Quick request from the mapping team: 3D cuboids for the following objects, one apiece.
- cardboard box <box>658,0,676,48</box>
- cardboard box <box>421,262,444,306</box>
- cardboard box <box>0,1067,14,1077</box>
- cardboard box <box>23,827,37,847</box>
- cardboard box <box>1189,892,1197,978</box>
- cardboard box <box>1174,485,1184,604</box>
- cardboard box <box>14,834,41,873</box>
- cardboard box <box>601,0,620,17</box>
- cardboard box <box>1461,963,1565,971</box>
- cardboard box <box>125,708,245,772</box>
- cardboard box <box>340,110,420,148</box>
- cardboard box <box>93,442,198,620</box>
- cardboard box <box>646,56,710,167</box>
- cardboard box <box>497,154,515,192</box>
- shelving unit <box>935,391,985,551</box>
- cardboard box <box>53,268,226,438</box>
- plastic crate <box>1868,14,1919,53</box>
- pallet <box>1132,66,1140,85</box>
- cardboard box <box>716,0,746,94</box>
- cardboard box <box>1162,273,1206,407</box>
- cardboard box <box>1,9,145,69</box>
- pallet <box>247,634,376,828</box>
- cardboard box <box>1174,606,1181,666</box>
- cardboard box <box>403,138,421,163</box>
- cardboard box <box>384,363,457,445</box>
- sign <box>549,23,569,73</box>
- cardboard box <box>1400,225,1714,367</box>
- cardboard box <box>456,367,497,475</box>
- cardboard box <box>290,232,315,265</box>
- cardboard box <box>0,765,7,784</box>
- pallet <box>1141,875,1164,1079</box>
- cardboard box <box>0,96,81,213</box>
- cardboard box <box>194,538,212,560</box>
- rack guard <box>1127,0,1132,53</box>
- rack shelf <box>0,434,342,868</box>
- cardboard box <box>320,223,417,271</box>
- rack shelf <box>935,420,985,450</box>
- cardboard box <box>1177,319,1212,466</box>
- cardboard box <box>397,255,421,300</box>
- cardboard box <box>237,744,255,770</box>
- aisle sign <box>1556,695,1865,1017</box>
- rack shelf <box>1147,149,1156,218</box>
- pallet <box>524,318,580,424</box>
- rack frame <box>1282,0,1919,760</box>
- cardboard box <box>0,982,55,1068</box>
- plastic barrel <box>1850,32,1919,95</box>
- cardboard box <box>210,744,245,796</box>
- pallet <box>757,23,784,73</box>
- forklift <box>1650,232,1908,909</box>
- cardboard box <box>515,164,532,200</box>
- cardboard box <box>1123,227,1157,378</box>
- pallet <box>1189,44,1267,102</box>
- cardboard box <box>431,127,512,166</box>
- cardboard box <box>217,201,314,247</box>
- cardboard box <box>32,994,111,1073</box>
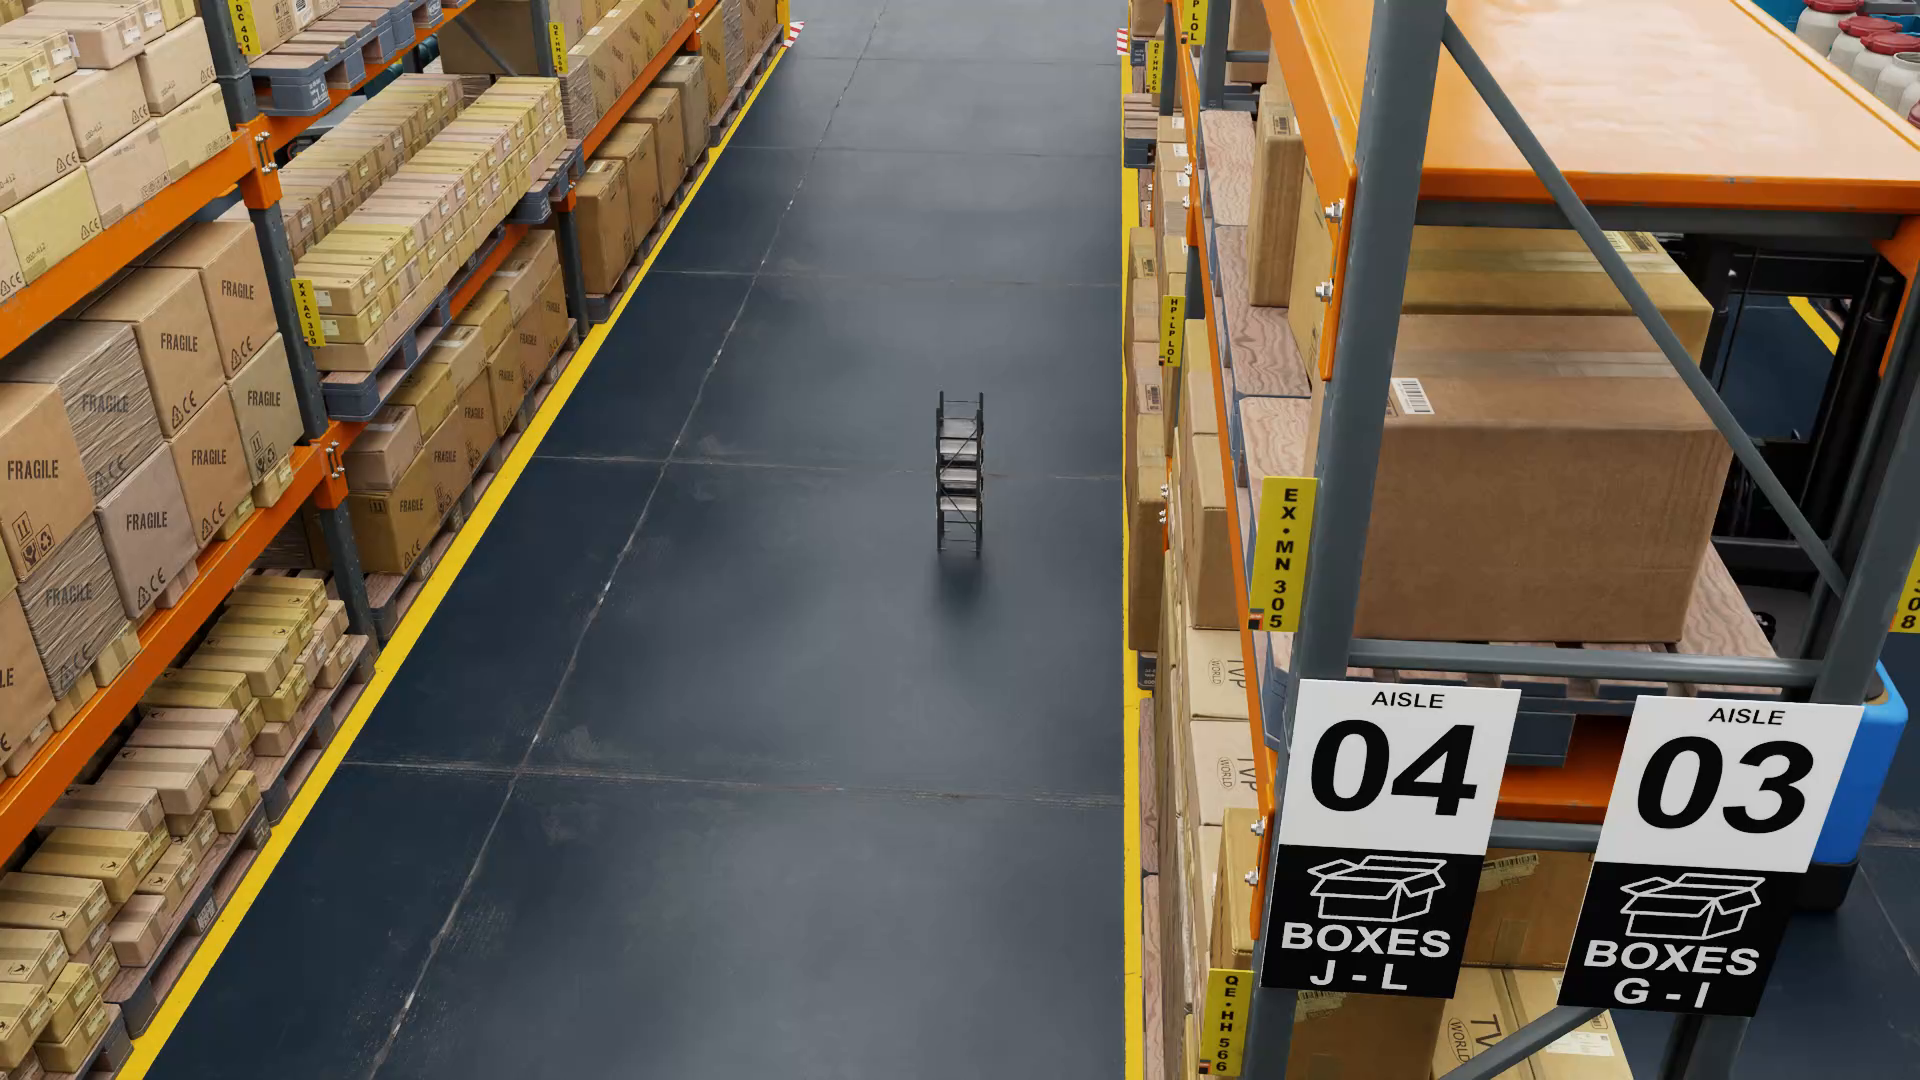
[{"bbox_3d":[-2.654,-4.353,13.640,0.500,0.500,0.500,2,32,3],"label":"cardboard box"},{"bbox_3d":[-2.935,-1.341,8.687,0.380,0.149,0.250,3,32,4],"label":"cardboard box"},{"bbox_3d":[-3.505,1.788,5.803,0.380,0.149,0.250,3,32,5],"label":"cardboard box"},{"bbox_3d":[-3.875,1.093,6.648,0.380,0.149,0.250,3,32,4],"label":"cardboard box"},{"bbox_3d":[0.885,1.189,4.982,0.380,0.149,0.250,3,32,5],"label":"cardboard box"},{"bbox_3d":[1.102,0.020,6.498,0.500,0.250,0.500,2,32,4],"label":"cardboard box"},{"bbox_3d":[-3.951,1.214,6.735,0.380,0.149,0.250,3,32,4],"label":"cardboard box"},{"bbox_3d":[-2.995,-4.270,12.552,0.700,0.500,0.500,2,32,3],"label":"cardboard box"},{"bbox_3d":[1.466,1.106,4.736,0.500,0.250,0.500,2,32,3],"label":"cardboard box"},{"bbox_3d":[-3.281,0.846,7.048,0.380,0.149,0.250,1,32,2],"label":"cardboard box"},{"bbox_3d":[-3.459,-2.452,9.923,0.380,0.149,0.250,1,32,2],"label":"cardboard box"},{"bbox_3d":[-3.331,-0.049,6.372,0.500,0.500,0.500,2,32,4],"label":"cardboard box"},{"bbox_3d":[-2.798,-3.752,14.503,1.050,0.750,0.750,2,32,4],"label":"cardboard box"},{"bbox_3d":[-2.831,-2.150,9.716,0.380,0.149,0.250,2,32,4],"label":"cardboard box"},{"bbox_3d":[-0.001,-0.379,9.287,0.258,0.900,0.210,2,32,4],"label":"shelving unit"},{"bbox_3d":[-3.293,-0.743,6.545,0.500,0.500,0.500,1,32,2],"label":"cardboard box"},{"bbox_3d":[7.255,-3.786,12.830,0.392,0.384,0.575,2,32,4],"label":"plastic crate"},{"bbox_3d":[2.317,-5.036,17.501,1.003,0.211,1.213,2,32,4],"label":"pallet"},{"bbox_3d":[-2.646,-4.931,16.298,0.875,0.875,0.875,3,32,4],"label":"cardboard box"},{"bbox_3d":[1.260,-0.969,8.148,0.500,0.500,0.500,3,32,6],"label":"cardboard box"},{"bbox_3d":[-3.230,-1.828,6.065,0.380,0.149,0.250,2,32,4],"label":"cardboard box"},{"bbox_3d":[-3.507,0.864,7.928,1.003,0.211,1.213,2,32,4],"label":"pallet"},{"bbox_3d":[1.009,0.382,6.290,0.380,0.149,0.250,2,32,3],"label":"cardboard box"},{"bbox_3d":[-3.460,-2.309,9.973,0.380,0.149,0.250,3,32,4],"label":"cardboard box"},{"bbox_3d":[-3.124,-0.764,9.178,0.500,0.250,0.500,3,32,5],"label":"cardboard box"},{"bbox_3d":[-2.621,-3.209,10.850,0.100,0.325,0.005,2,32,4],"label":"sign"},{"bbox_3d":[1.276,-0.424,3.909,0.700,0.500,0.500,1,32,2],"label":"cardboard box"},{"bbox_3d":[-3.093,-0.717,9.817,0.500,0.500,0.500,3,32,5],"label":"cardboard box"},{"bbox_3d":[-3.591,-1.502,8.664,0.380,0.149,0.250,1,32,2],"label":"cardboard box"},{"bbox_3d":[-3.475,0.812,5.594,0.380,0.149,0.250,2,32,3],"label":"cardboard box"},{"bbox_3d":[1.211,1.810,6.393,1.003,0.211,1.213,2,32,4],"label":"pallet"},{"bbox_3d":[-3.364,-1.306,5.597,0.500,0.250,0.500,4,32,6],"label":"cardboard box"},{"bbox_3d":[-3.361,-0.001,6.913,0.380,0.149,0.250,2,32,3],"label":"cardboard box"},{"bbox_3d":[2.418,-5.582,18.112,1.175,0.500,0.348,2,32,4],"label":"rack guard"},{"bbox_3d":[-3.651,0.676,6.260,1.077,0.370,4.000,2,32,4],"label":"rack shelf"},{"bbox_3d":[-2.957,-1.468,8.325,0.380,0.149,0.250,3,32,4],"label":"cardboard box"},{"bbox_3d":[-0.001,-0.580,9.163,0.258,0.077,0.200,2,32,4],"label":"rack shelf"},{"bbox_3d":[1.153,-0.554,6.715,0.500,0.500,0.500,2,32,4],"label":"cardboard box"},{"bbox_3d":[-2.958,-1.332,8.388,0.380,0.149,0.250,3,32,5],"label":"cardboard box"},{"bbox_3d":[-3.385,0.984,7.391,0.380,0.149,0.250,2,32,3],"label":"cardboard box"},{"bbox_3d":[1.415,0.624,3.181,0.394,0.787,0.004,2,32,4],"label":"aisle sign"},{"bbox_3d":[1.936,-3.243,12.619,1.077,0.370,4.000,2,32,4],"label":"rack shelf"},{"bbox_3d":[-3.227,-1.172,11.231,1.003,0.211,1.213,2,32,4],"label":"pallet"},{"bbox_3d":[1.122,-0.874,2.371,1.000,3.000,0.127,2,32,4],"label":"rack frame"},{"bbox_3d":[-3.382,1.662,5.724,0.380,0.149,0.250,2,32,4],"label":"cardboard box"},{"bbox_3d":[6.644,-3.340,11.962,0.433,0.535,0.433,0,32,0],"label":"plastic barrel"},{"bbox_3d":[-3.330,0.954,7.156,0.380,0.149,0.250,3,32,5],"label":"cardboard box"},{"bbox_3d":[-2.498,-5.342,17.998,1.003,0.211,1.213,2,32,4],"label":"pallet"},{"bbox_3d":[3.372,-0.469,7.498,1.130,2.935,3.031,4,32,6],"label":"forklift"},{"bbox_3d":[-2.811,-2.168,10.028,0.380,0.149,0.250,2,32,3],"label":"cardboard box"},{"bbox_3d":[1.696,-1.417,10.596,1.225,0.875,0.875,1,32,2],"label":"cardboard box"},{"bbox_3d":[1.473,-2.088,7.383,0.805,0.209,1.217,1,32,2],"label":"pallet"},{"bbox_3d":[-2.833,-2.283,9.648,0.380,0.149,0.250,2,32,4],"label":"cardboard box"},{"bbox_3d":[-3.585,-1.632,8.592,0.380,0.149,0.250,2,32,4],"label":"cardboard box"},{"bbox_3d":[-3.369,1.791,6.083,0.380,0.149,0.250,3,32,5],"label":"cardboard box"}]
